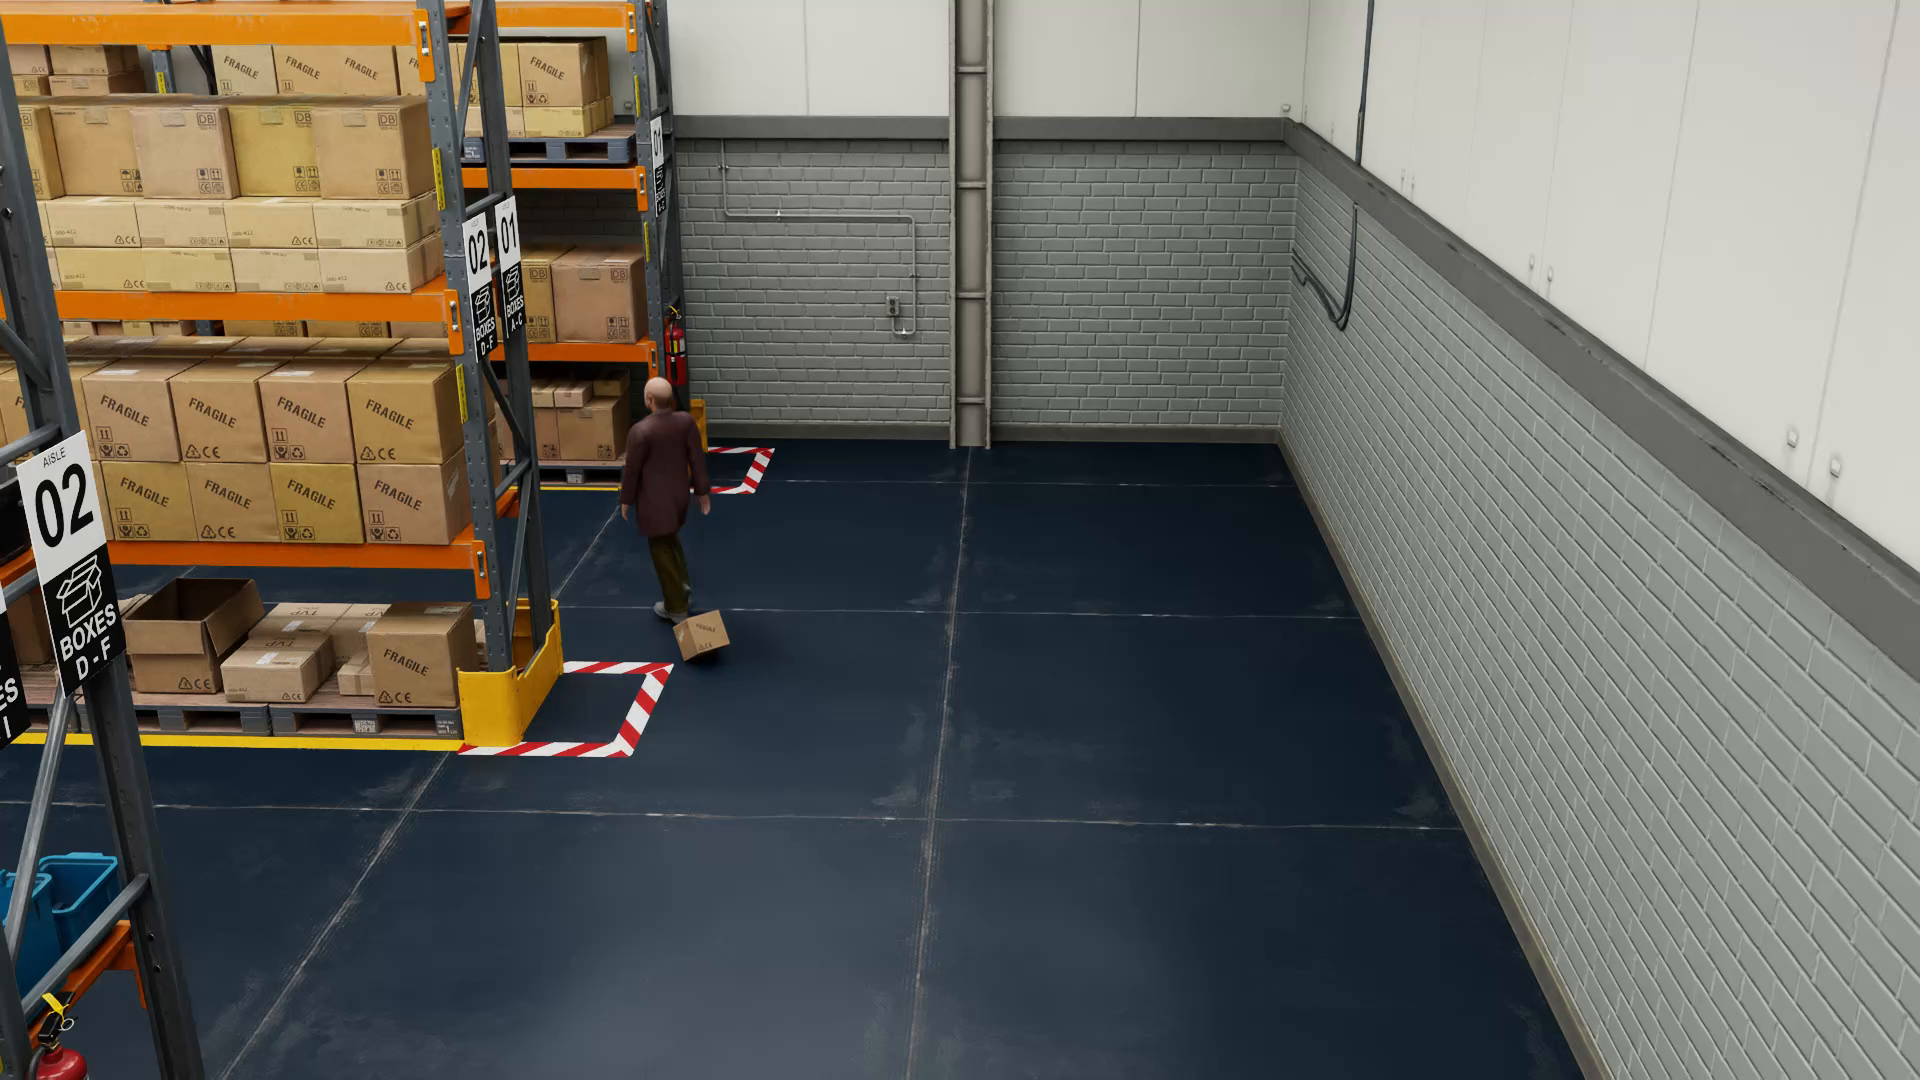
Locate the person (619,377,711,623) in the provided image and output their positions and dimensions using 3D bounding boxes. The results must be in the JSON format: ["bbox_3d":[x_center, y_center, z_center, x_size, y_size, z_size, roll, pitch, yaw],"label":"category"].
[{"bbox_3d":[-2.110,-0.274,11.828,0.541,1.833,0.620,19,27,40],"label":"person"}]
